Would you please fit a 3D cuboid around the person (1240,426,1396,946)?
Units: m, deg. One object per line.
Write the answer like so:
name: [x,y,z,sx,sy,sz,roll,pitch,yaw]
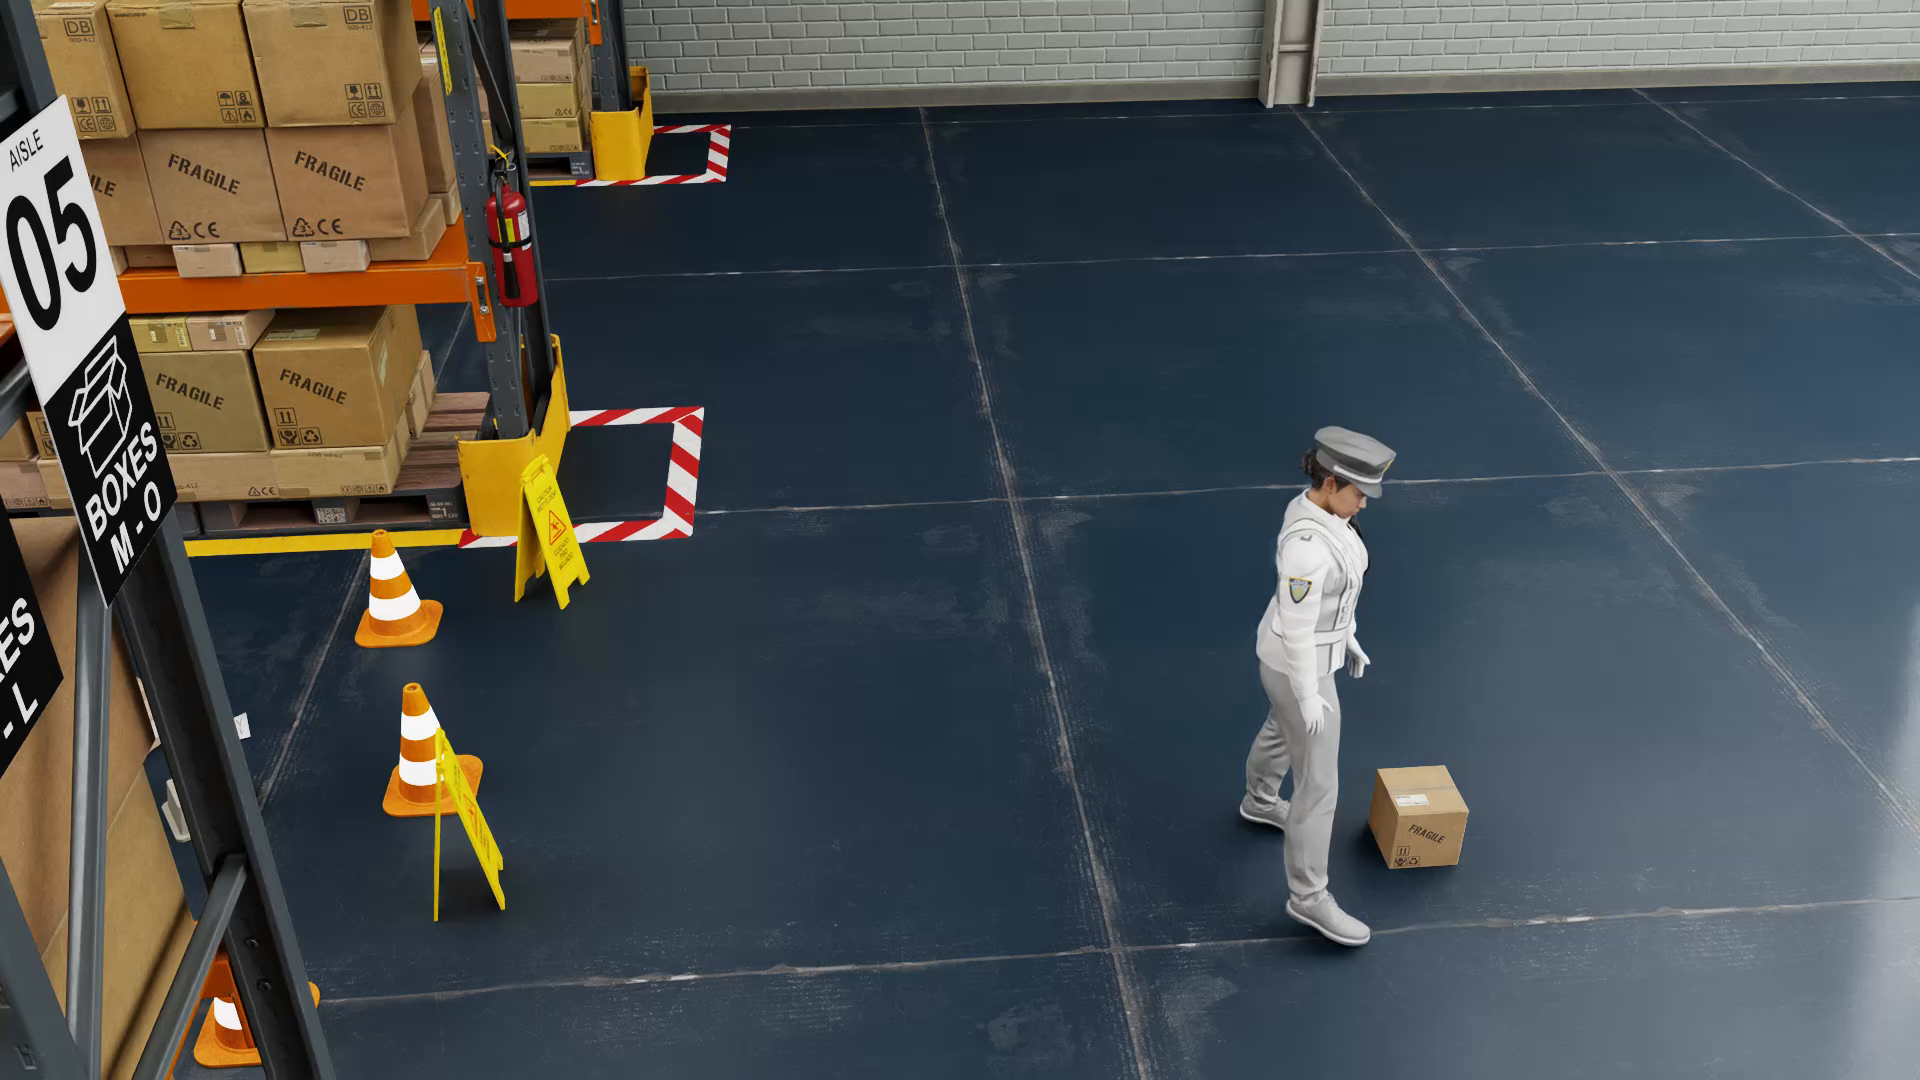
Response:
person: [1.186,0.452,5.362,0.490,1.658,0.669,8,32,12]
